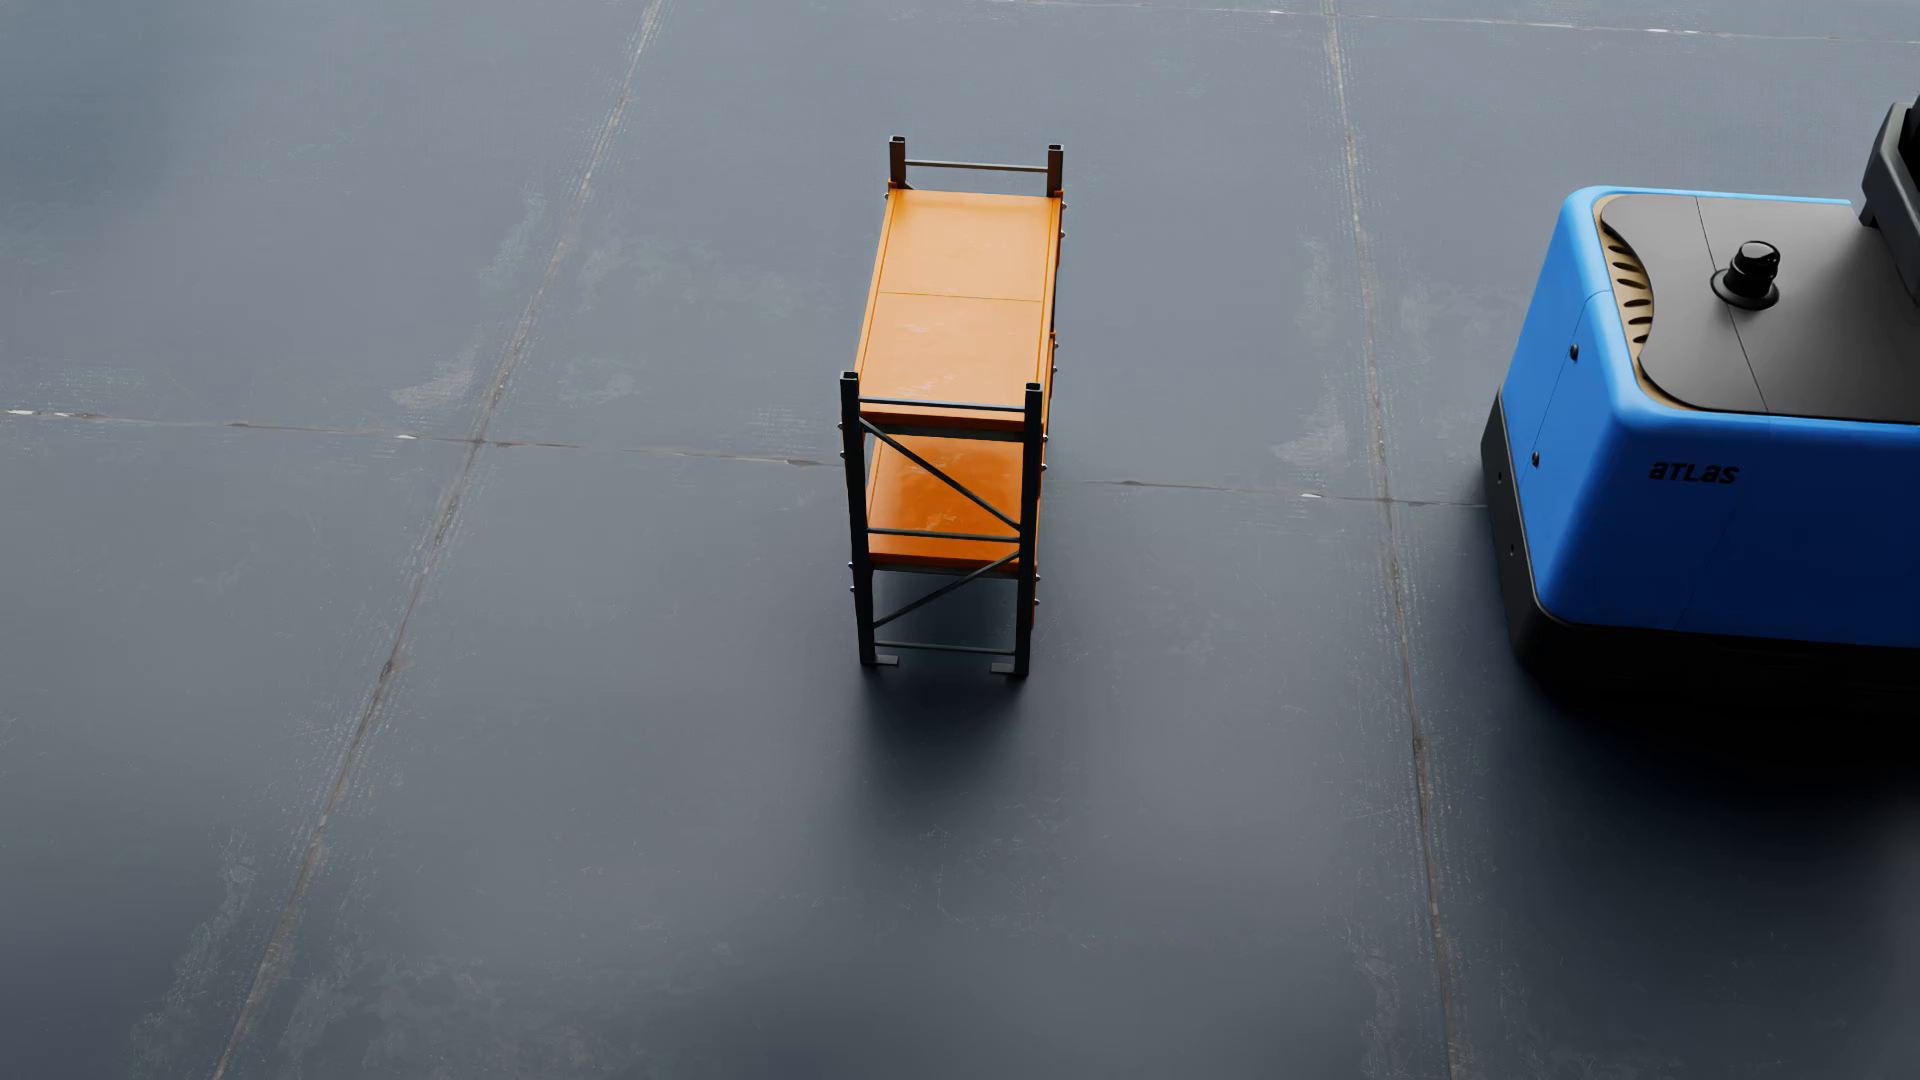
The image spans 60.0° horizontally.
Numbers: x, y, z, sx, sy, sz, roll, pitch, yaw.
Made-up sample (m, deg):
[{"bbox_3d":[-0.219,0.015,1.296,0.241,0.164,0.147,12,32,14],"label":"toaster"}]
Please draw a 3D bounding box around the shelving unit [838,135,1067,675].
[{"bbox_3d":[0.001,-0.385,4.839,0.538,1.125,1.048,4,48,4],"label":"shelving unit"}]

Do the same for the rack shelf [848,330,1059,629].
[{"bbox_3d":[0.001,-0.220,5.020,0.538,0.278,1.000,4,48,4],"label":"rack shelf"}]

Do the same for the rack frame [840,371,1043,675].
[{"bbox_3d":[-0.046,-0.011,4.498,0.500,1.125,0.032,4,48,4],"label":"rack frame"}]

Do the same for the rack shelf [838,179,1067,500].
[{"bbox_3d":[0.001,-0.582,4.623,0.538,0.278,1.000,4,48,4],"label":"rack shelf"}]

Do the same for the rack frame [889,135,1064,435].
[{"bbox_3d":[0.047,-0.758,5.181,0.500,1.125,0.032,4,48,4],"label":"rack frame"}]

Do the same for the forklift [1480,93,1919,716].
[{"bbox_3d":[3.164,-0.820,4.014,3.031,2.935,1.130,4,48,4],"label":"forklift"}]
